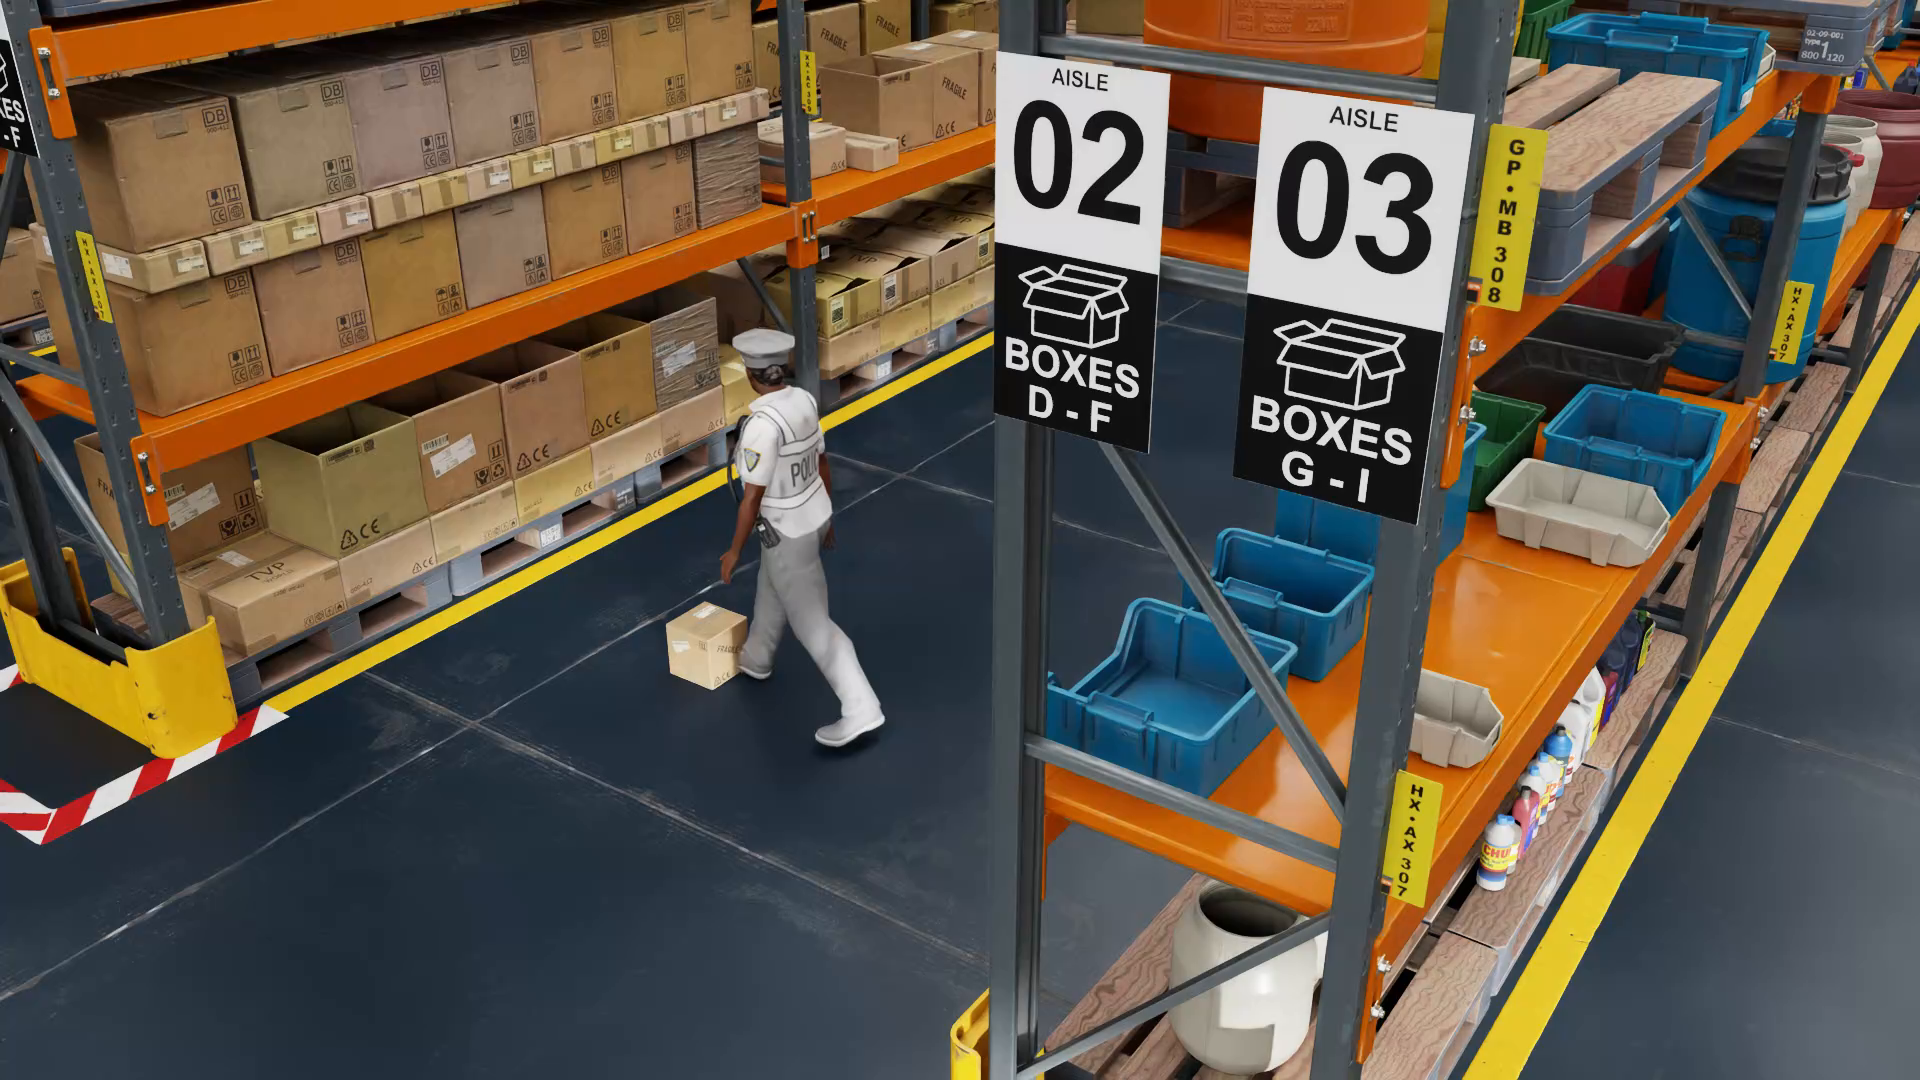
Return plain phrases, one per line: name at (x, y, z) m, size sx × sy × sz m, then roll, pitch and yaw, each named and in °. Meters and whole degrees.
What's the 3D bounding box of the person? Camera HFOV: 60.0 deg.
person at (-0.711, -0.020, 6.668) m, size 0.912 × 1.619 × 0.606 m, roll 7°, pitch 28°, yaw 14°
